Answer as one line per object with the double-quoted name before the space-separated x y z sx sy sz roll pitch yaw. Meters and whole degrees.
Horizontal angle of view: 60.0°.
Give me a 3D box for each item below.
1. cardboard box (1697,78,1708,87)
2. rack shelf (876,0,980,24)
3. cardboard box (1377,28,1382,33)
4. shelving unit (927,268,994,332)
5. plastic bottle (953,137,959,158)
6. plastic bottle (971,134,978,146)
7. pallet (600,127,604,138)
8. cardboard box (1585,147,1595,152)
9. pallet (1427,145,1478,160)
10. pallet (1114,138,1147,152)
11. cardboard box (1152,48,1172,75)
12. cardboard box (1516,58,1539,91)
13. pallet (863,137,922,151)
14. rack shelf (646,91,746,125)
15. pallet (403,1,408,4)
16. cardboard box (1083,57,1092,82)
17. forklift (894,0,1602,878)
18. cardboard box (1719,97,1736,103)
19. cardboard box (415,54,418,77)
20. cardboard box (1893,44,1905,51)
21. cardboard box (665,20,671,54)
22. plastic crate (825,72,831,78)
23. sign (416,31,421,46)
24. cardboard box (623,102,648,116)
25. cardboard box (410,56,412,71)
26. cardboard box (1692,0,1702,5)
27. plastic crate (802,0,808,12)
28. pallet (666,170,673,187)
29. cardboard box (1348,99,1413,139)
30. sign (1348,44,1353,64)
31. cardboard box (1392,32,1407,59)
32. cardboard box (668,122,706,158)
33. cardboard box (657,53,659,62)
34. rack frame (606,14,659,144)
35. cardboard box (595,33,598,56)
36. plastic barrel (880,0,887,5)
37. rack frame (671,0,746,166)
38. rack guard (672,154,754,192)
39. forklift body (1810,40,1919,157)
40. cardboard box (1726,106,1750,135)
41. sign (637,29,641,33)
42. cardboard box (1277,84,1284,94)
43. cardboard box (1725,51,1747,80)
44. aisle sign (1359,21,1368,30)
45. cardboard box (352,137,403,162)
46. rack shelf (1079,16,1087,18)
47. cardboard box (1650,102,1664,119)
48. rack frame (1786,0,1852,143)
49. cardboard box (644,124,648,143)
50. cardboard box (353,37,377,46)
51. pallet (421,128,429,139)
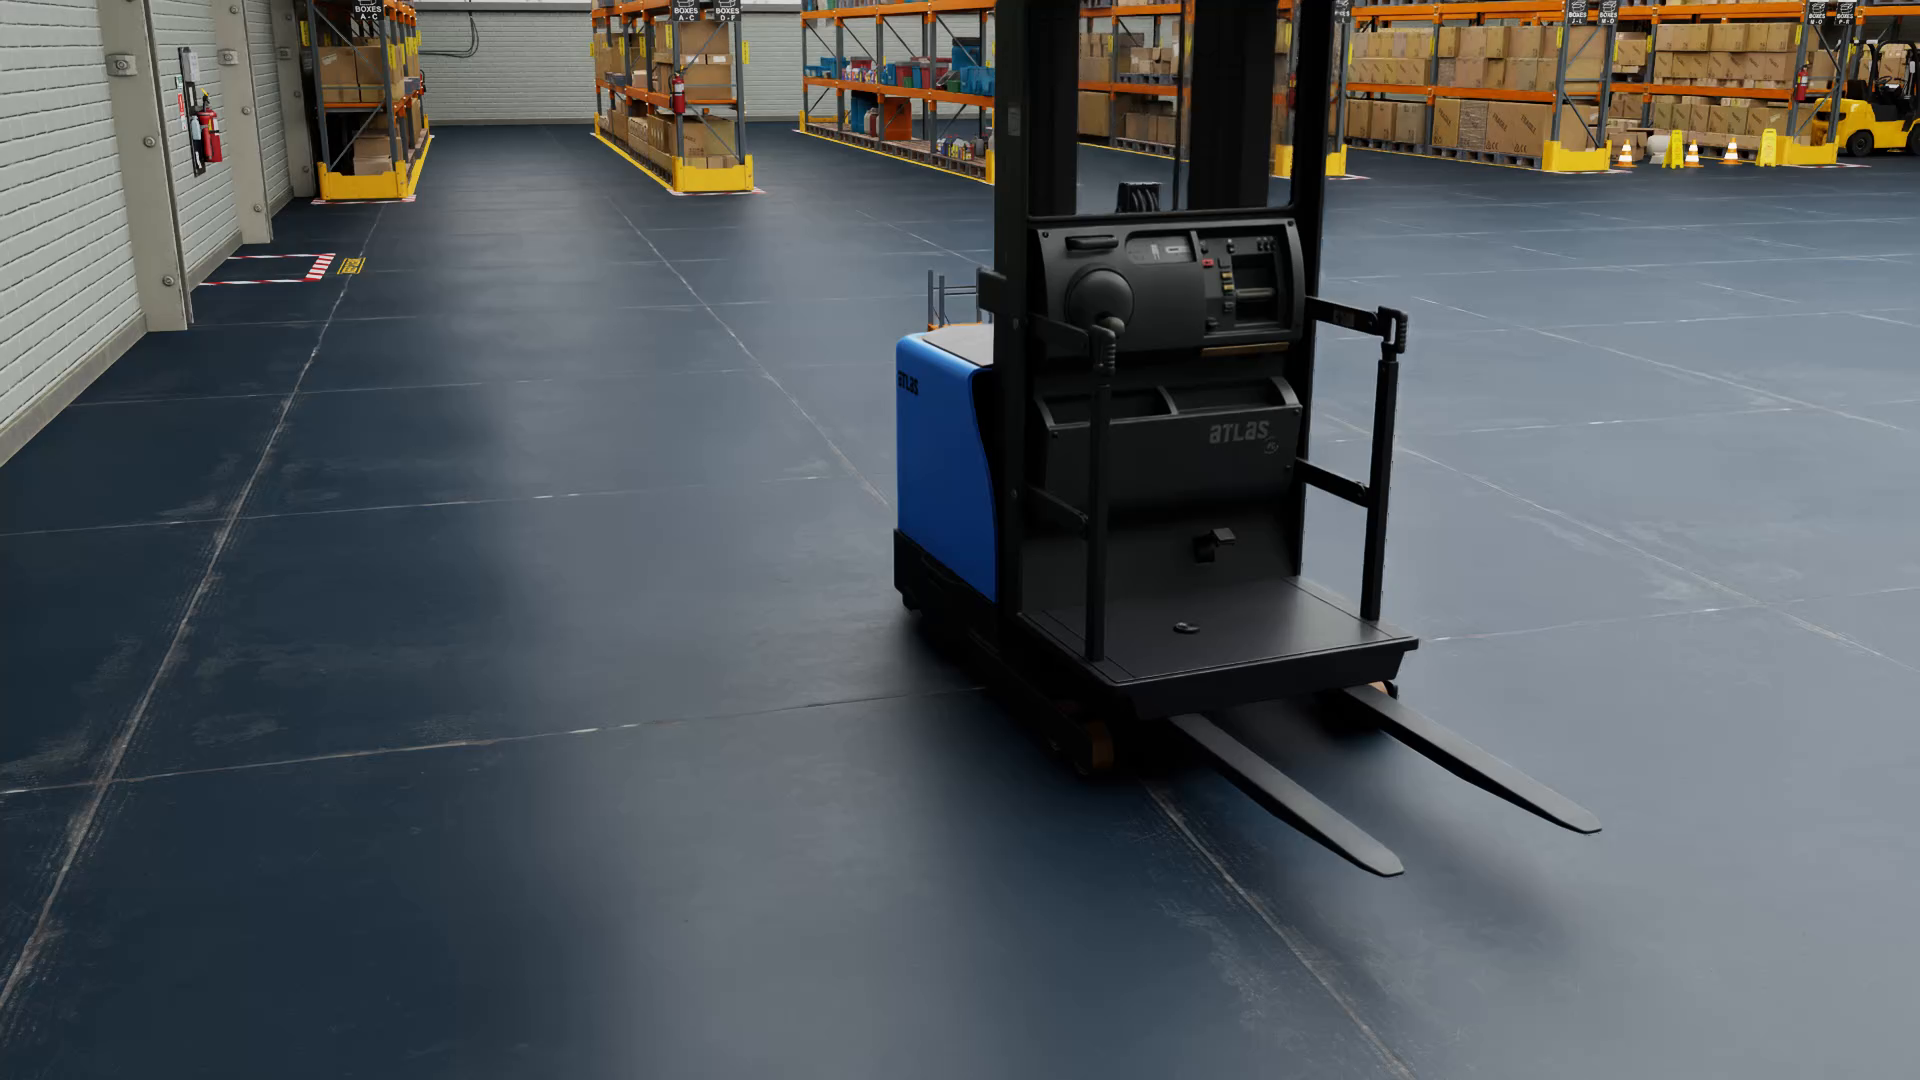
"cardboard box" 14.377 -8.775 31.886 0.380 0.149 0.250 -5 17 -15
"rack shelf" -0.584 -9.832 31.006 1.077 0.370 4.000 -5 17 -15
"cardboard box" 10.981 -13.179 43.074 0.380 0.149 0.250 -5 18 -17
"shelving unit" 0.004 -0.571 7.266 0.258 1.200 0.189 -5 17 -15
"plastic bottle" -0.043 -6.703 28.393 0.144 0.351 0.185 -5 17 -16
"plastic bottle" 0.281 -6.962 29.255 0.144 0.351 0.185 -5 17 -15
"pallet" -7.855 -9.538 38.840 1.003 0.211 1.213 -5 17 -15
"cardboard box" 11.768 -7.303 31.304 0.396 0.266 0.258 -2 17 -6
"pallet" 9.658 -7.391 31.689 1.003 0.211 1.213 -5 17 -15
"pallet" 3.842 -8.133 34.161 1.003 0.211 1.213 -5 17 -15
"cardboard box" 4.162 -9.301 32.293 0.797 0.503 0.637 -3 17 -10
"cardboard box" 10.306 -8.157 29.134 0.875 0.550 0.550 -5 17 -15
"pallet" -1.391 -8.173 34.292 1.003 0.211 1.213 -5 17 -15
"rack shelf" -4.249 -6.899 26.454 1.077 0.370 4.000 -5 17 -15
"pallet" -10.888 -10.030 30.743 1.213 0.211 1.003 -4 17 -13
"cardboard box" 2.977 -10.131 35.793 0.500 0.500 0.500 -5 18 -17
"forklift" 0.761 -0.824 5.099 1.130 2.935 3.031 -7 18 -21
"cardboard box" 18.085 -10.345 39.166 0.380 0.149 0.250 -4 17 -12
"cardboard box" -12.297 -10.314 36.054 0.980 0.700 0.700 -6 18 -18
"cardboard box" 19.039 -9.930 33.479 0.380 0.149 0.250 -4 17 -14
"cardboard box" -4.257 -7.927 26.198 0.700 0.500 0.500 -5 17 -15
"plastic crate" -2.799 -10.585 37.850 0.437 0.125 0.590 -5 17 -15
"sign" -12.333 -11.430 37.865 0.100 0.325 0.005 -5 17 -15
"cardboard box" -6.400 -8.531 32.914 0.500 0.250 0.500 -4 17 -13
"cardboard box" -10.817 -9.147 31.965 0.500 0.500 0.500 -5 17 -16
"cardboard box" 14.329 -10.364 31.962 0.380 0.149 0.250 -4 17 -14
"plastic crate" -3.495 -12.752 39.702 0.497 0.269 0.590 -5 17 -15
"pallet" -3.950 -5.563 25.603 1.003 0.211 1.213 -5 17 -15
"cardboard box" 8.749 -8.756 34.567 1.050 0.750 0.750 -4 17 -14
"sign" 6.348 -7.930 27.131 0.100 0.325 0.005 -5 17 -15
"cardboard box" 9.100 -9.888 33.245 0.700 0.500 0.500 -5 17 -15
"cardboard box" -4.133 -6.058 25.152 0.500 0.500 0.500 -5 17 -15
"cardboard box" -4.769 -7.924 27.318 0.380 0.149 0.250 -5 17 -17
"rack frame" -6.997 -10.009 35.559 1.000 3.000 0.127 -5 17 -15
"cardboard box" -8.077 -11.355 38.127 0.500 0.500 0.500 -5 17 -15
"plastic barrel" -1.343 -10.673 32.362 0.421 0.512 0.421 0 17 0
"rack frame" -3.699 -6.690 24.509 1.000 3.000 0.127 -5 17 -15
"rack guard" -3.692 -5.486 24.847 1.175 0.500 0.348 -5 17 -15
"forklift body" 17.852 -8.623 32.419 2.313 2.155 1.214 -5 17 -15
"cardboard box" 14.738 -7.844 31.097 0.500 0.500 0.500 -4 17 -13
"sign" -7.557 -11.860 39.158 0.100 0.325 0.005 -5 17 -15
"cardboard box" 5.482 -7.483 27.588 0.380 0.149 0.250 -5 17 -15
"cardboard box" 14.674 -8.852 31.015 0.500 0.500 0.500 -5 17 -16
"aisle sign" 10.660 -13.923 44.071 0.394 0.787 0.004 -5 17 -15
"cardboard box" -8.875 -5.874 25.373 0.700 0.500 0.500 -6 18 -19
"rack shelf" 1.979 -12.437 39.677 1.077 0.370 4.000 -5 17 -15
"cardboard box" 17.171 -10.392 40.448 0.500 0.500 0.500 -5 18 -17
"rack frame" 15.355 -8.255 29.721 1.000 3.000 0.127 -5 17 -15
"cardboard box" -5.185 -7.038 28.744 0.500 0.311 0.500 -5 17 -15
"cardboard box" -11.034 -9.174 30.750 0.500 0.250 0.500 -4 17 -14
"pallet" -12.563 -9.172 37.621 1.003 0.211 1.213 -5 17 -15
